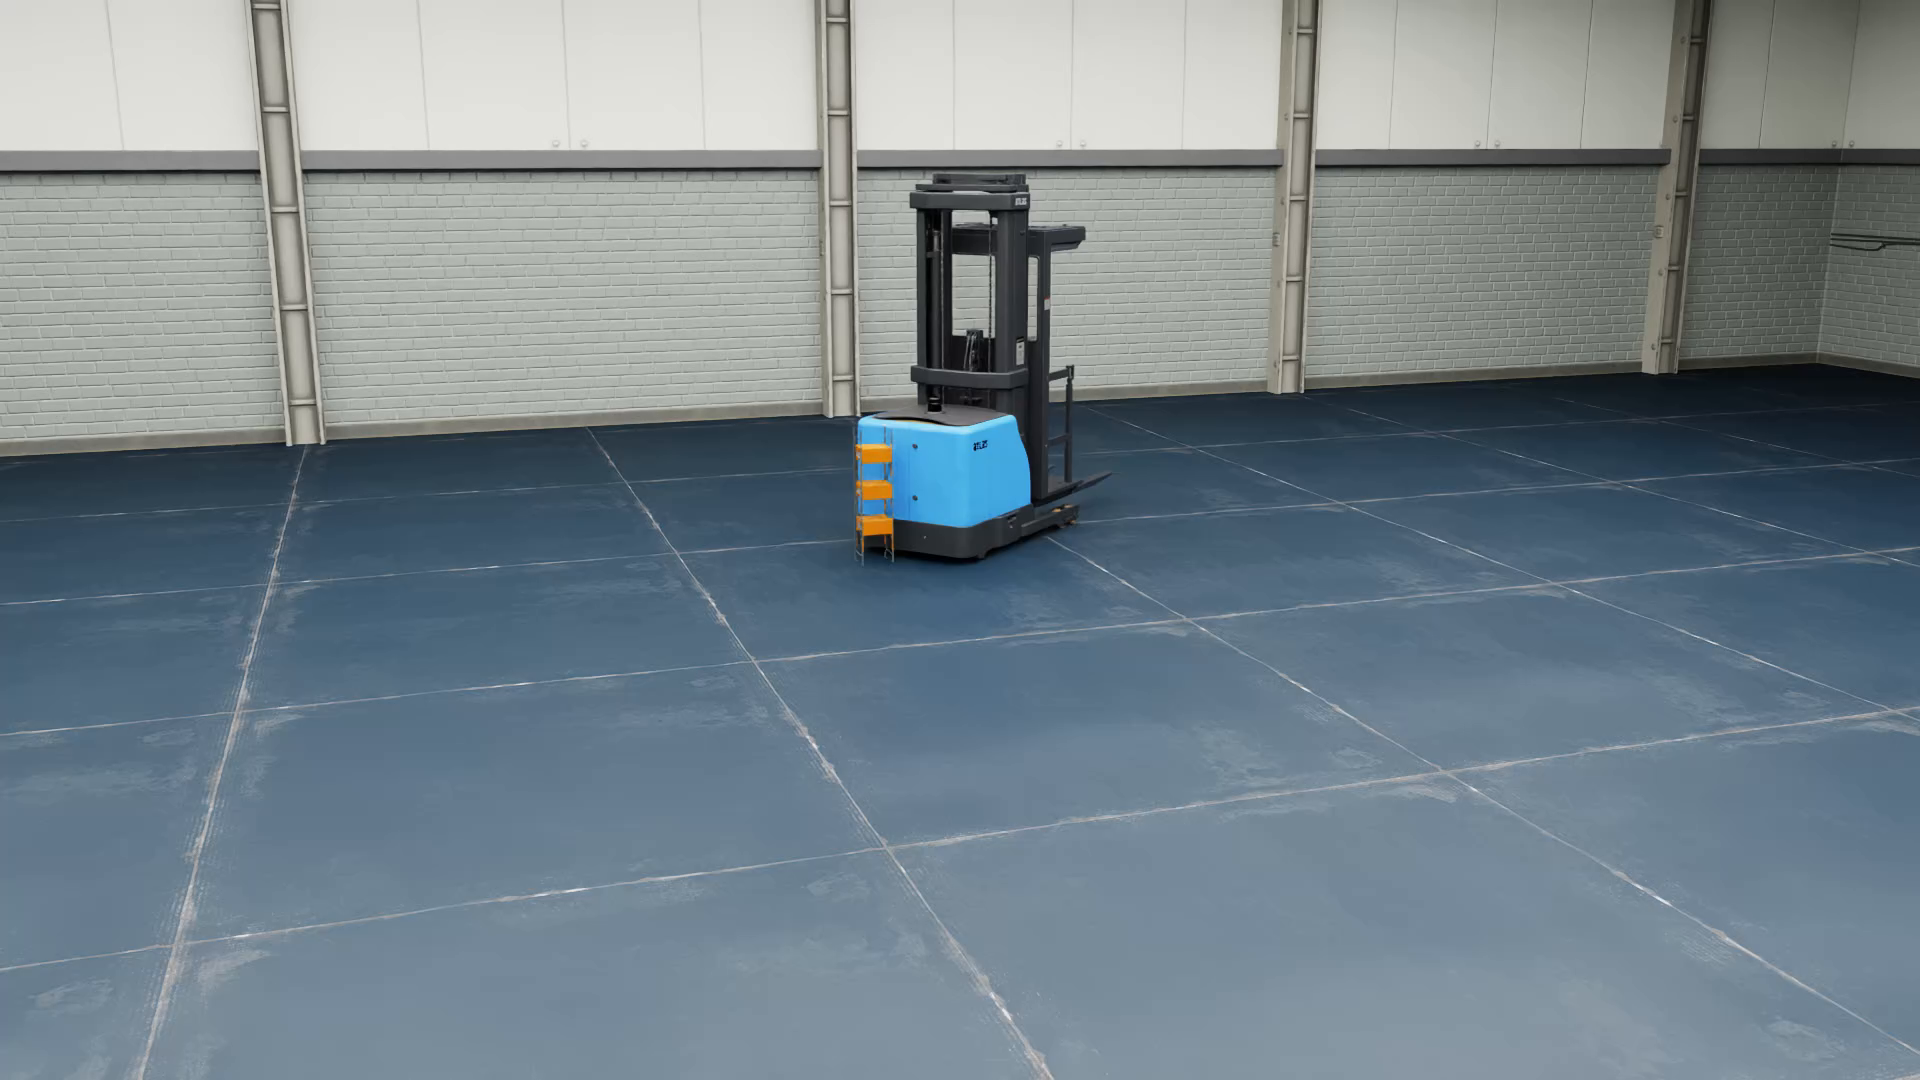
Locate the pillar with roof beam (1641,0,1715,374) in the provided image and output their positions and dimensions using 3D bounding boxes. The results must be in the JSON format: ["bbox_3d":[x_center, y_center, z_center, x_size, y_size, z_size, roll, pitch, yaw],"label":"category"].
[{"bbox_3d":[11.324,-5.821,18.669,0.400,9.000,9.100,-4,14,-18],"label":"pillar with roof beam"}]

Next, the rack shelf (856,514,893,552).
[{"bbox_3d":[-0.665,-0.062,12.883,0.240,0.259,0.215,-5,14,-18],"label":"rack shelf"}]

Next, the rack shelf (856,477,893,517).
[{"bbox_3d":[-0.665,-0.333,12.818,0.240,0.259,0.215,-5,14,-18],"label":"rack shelf"}]

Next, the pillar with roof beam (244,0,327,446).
[{"bbox_3d":[-5.736,-4.493,13.084,0.400,9.000,9.100,-4,14,-18],"label":"pillar with roof beam"}]

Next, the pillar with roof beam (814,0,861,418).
[{"bbox_3d":[-0.049,-4.936,14.946,0.400,9.000,9.100,-4,14,-18],"label":"pillar with roof beam"}]

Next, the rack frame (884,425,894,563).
[{"bbox_3d":[-0.550,-0.352,12.854,0.008,1.050,0.200,-5,14,-18],"label":"rack frame"}]

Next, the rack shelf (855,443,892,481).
[{"bbox_3d":[-0.665,-0.609,12.753,0.240,0.259,0.215,-5,14,-18],"label":"rack shelf"}]

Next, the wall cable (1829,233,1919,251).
[{"bbox_3d":[13.165,-5.182,22.693,0.112,2.526,3.097,-4,14,-18],"label":"wall cable"}]

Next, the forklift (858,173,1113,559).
[{"bbox_3d":[0.360,-1.572,13.920,1.130,2.935,3.031,8,15,29],"label":"forklift"}]

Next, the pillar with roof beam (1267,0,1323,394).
[{"bbox_3d":[5.637,-5.378,16.808,0.400,9.000,9.100,-4,14,-18],"label":"pillar with roof beam"}]

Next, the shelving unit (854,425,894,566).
[{"bbox_3d":[-0.665,-0.343,12.816,0.252,1.050,0.215,-5,14,-18],"label":"shelving unit"}]

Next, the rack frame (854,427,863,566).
[{"bbox_3d":[-0.781,-0.334,12.777,0.008,1.050,0.200,-5,14,-18],"label":"rack frame"}]
